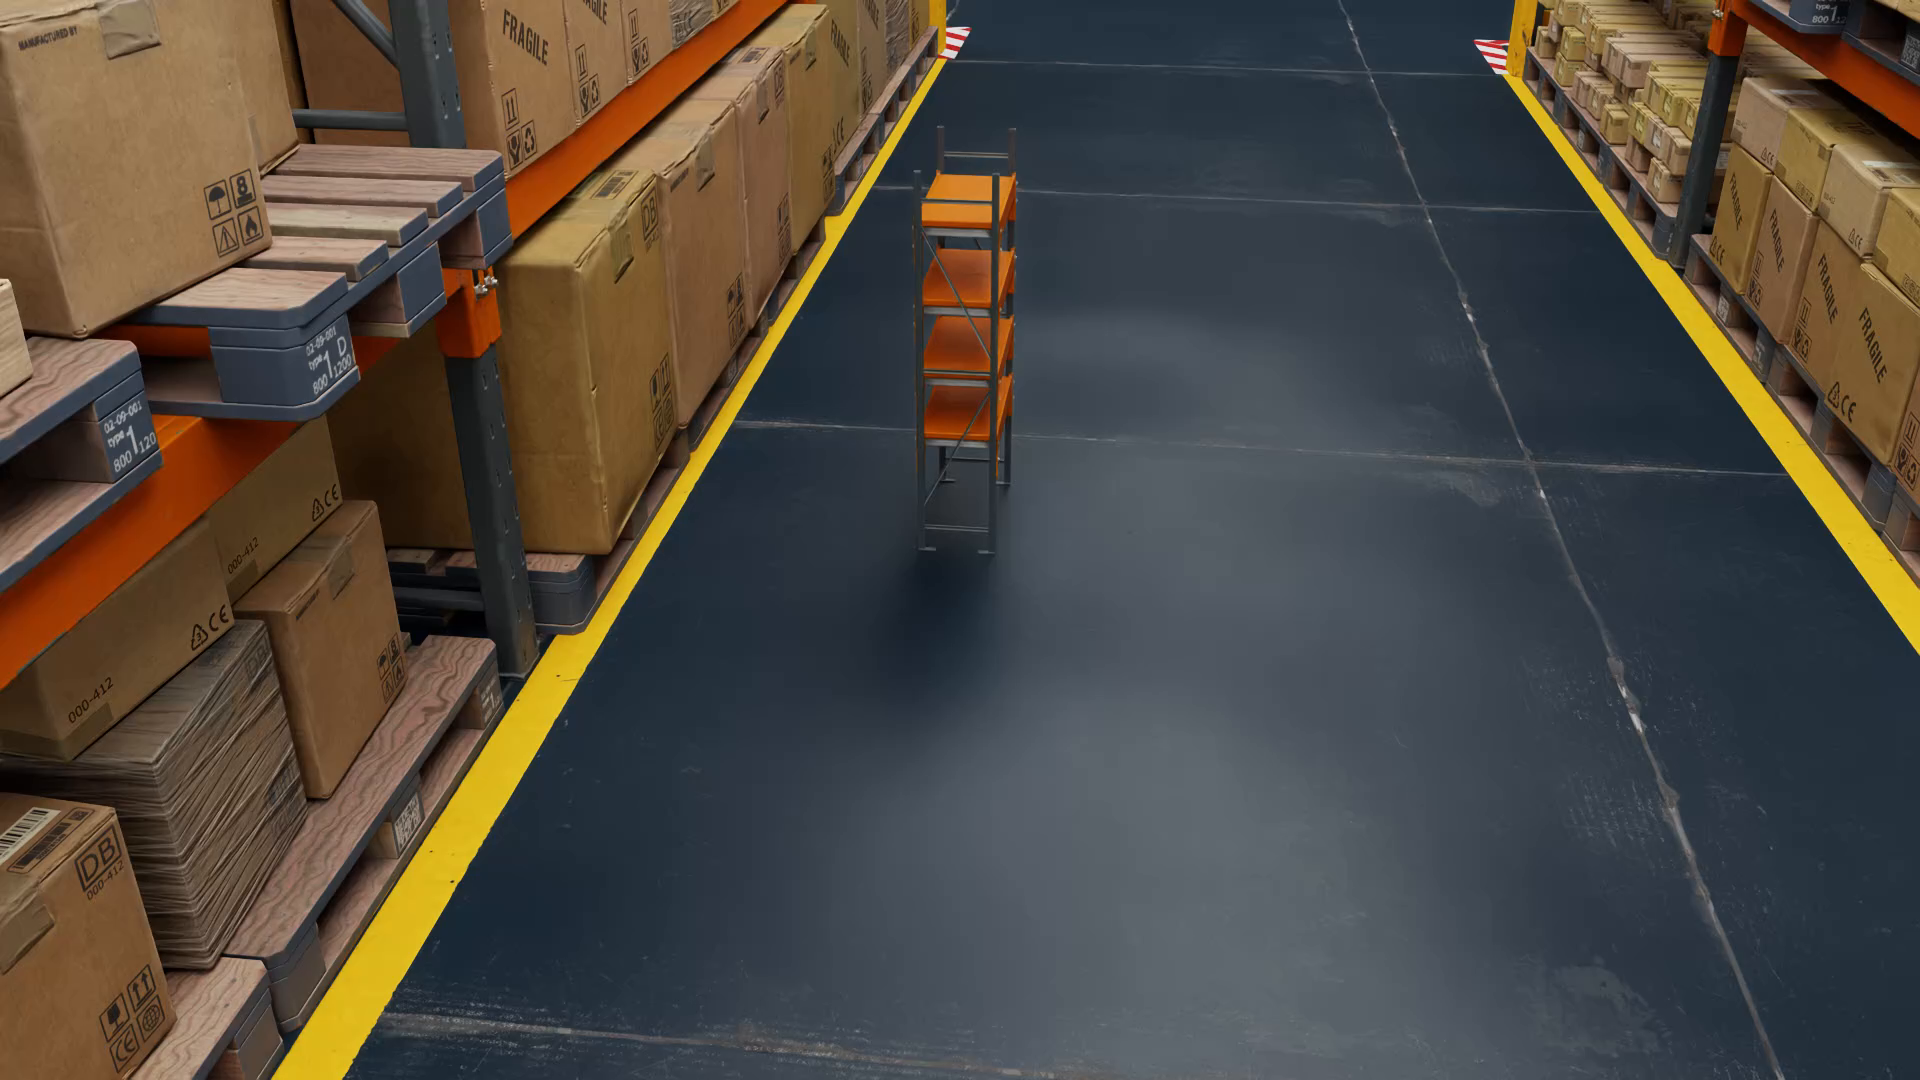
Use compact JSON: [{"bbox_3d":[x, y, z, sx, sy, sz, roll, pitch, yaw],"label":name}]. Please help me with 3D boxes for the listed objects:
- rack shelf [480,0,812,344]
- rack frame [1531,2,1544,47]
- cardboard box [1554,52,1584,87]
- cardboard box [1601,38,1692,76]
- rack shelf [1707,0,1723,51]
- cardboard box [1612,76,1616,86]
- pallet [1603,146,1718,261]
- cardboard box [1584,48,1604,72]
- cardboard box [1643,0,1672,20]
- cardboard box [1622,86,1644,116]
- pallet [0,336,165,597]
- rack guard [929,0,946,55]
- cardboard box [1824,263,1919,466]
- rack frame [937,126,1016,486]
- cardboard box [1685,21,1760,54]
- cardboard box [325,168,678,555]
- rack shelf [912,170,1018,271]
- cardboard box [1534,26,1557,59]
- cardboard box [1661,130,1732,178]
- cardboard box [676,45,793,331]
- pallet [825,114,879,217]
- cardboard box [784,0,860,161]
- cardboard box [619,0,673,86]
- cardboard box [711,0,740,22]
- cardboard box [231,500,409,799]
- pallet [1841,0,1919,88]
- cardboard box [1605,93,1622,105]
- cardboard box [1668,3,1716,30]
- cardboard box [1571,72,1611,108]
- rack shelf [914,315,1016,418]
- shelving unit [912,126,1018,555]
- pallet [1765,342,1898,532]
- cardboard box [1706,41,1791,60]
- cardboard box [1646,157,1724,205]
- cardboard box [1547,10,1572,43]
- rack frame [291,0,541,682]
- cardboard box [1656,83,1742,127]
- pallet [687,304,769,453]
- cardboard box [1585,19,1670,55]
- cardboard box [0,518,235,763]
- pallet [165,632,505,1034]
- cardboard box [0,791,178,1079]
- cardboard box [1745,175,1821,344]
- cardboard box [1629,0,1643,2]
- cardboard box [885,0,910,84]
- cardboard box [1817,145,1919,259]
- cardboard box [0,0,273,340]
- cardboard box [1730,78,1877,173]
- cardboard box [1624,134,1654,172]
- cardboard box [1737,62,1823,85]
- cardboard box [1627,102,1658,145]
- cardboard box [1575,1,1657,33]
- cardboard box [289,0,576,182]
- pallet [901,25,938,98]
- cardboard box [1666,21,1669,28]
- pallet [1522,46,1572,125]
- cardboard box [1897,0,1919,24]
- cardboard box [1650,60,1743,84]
[{"bbox_3d":[-1.429,-1.616,5.846,1.077,0.370,4.000,3,28,6],"label":"rack shelf"},{"bbox_3d":[4.216,-4.422,10.295,1.000,3.000,0.127,3,28,6],"label":"rack frame"},{"bbox_3d":[3.720,-2.764,9.781,0.380,0.149,0.250,4,29,7],"label":"cardboard box"},{"bbox_3d":[3.598,-2.531,8.722,0.380,0.149,0.250,2,28,4],"label":"cardboard box"},{"bbox_3d":[3.971,-3.164,8.718,1.077,0.370,4.000,3,28,6],"label":"rack shelf"},{"bbox_3d":[3.753,-2.503,8.983,0.380,0.149,0.250,5,29,9],"label":"cardboard box"},{"bbox_3d":[3.773,-1.629,8.052,1.003,0.211,1.213,3,28,6],"label":"pallet"},{"bbox_3d":[3.788,-2.760,9.460,0.380,0.149,0.250,2,28,4],"label":"cardboard box"},{"bbox_3d":[4.315,-3.235,10.027,0.380,0.149,0.250,4,29,7],"label":"cardboard box"},{"bbox_3d":[3.625,-2.255,8.523,0.380,0.149,0.250,4,29,7],"label":"cardboard box"},{"bbox_3d":[-1.876,0.027,2.240,1.003,0.211,1.213,3,28,6],"label":"pallet"},{"bbox_3d":[-0.691,-3.668,11.532,1.175,0.500,0.348,3,28,6],"label":"rack guard"},{"bbox_3d":[3.173,-0.559,5.318,0.500,0.500,0.500,2,28,4],"label":"cardboard box"},{"bbox_3d":[0.050,-0.721,5.323,0.240,1.200,0.015,3,28,6],"label":"rack frame"},{"bbox_3d":[4.195,-2.740,9.109,0.380,0.149,0.250,2,28,4],"label":"cardboard box"},{"bbox_3d":[-1.569,-0.565,4.933,1.225,0.875,0.875,2,28,4],"label":"cardboard box"},{"bbox_3d":[0.020,-0.952,4.924,0.258,0.148,0.480,3,28,6],"label":"rack shelf"},{"bbox_3d":[3.834,-3.123,10.448,0.380,0.149,0.250,4,29,7],"label":"cardboard box"},{"bbox_3d":[3.449,-1.766,7.615,0.380,0.149,0.250,4,29,7],"label":"cardboard box"},{"bbox_3d":[-1.351,-1.401,6.485,1.225,0.875,0.875,2,28,4],"label":"cardboard box"},{"bbox_3d":[-1.013,-2.000,8.741,1.003,0.211,1.213,3,28,6],"label":"pallet"},{"bbox_3d":[-1.024,-2.430,8.396,0.875,0.875,0.875,3,28,6],"label":"cardboard box"},{"bbox_3d":[-1.225,-1.733,5.199,0.500,0.500,0.500,3,28,5],"label":"cardboard box"},{"bbox_3d":[-1.095,-2.204,6.073,0.500,0.500,0.500,3,28,6],"label":"cardboard box"},{"bbox_3d":[-1.737,0.232,3.829,0.700,0.500,0.500,2,28,4],"label":"cardboard box"},{"bbox_3d":[3.438,-1.506,5.084,1.003,0.211,1.213,3,28,6],"label":"pallet"},{"bbox_3d":[3.661,-2.279,8.881,0.380,0.149,0.250,4,29,7],"label":"cardboard box"},{"bbox_3d":[4.315,-2.987,9.568,0.380,0.149,0.250,2,28,4],"label":"cardboard box"},{"bbox_3d":[3.666,-2.526,9.340,0.380,0.149,0.250,2,28,4],"label":"cardboard box"},{"bbox_3d":[0.020,-0.547,5.142,0.258,0.148,0.480,3,28,6],"label":"rack shelf"},{"bbox_3d":[0.020,-0.606,5.110,0.258,1.200,0.503,3,28,6],"label":"shelving unit"},{"bbox_3d":[3.485,-0.369,5.712,1.003,0.211,1.213,3,28,6],"label":"pallet"},{"bbox_3d":[4.121,-2.501,8.665,0.380,0.149,0.250,2,28,4],"label":"cardboard box"},{"bbox_3d":[3.436,-1.673,7.756,0.380,0.149,0.250,4,29,7],"label":"cardboard box"},{"bbox_3d":[3.808,-3.125,10.138,0.380,0.149,0.250,3,28,6],"label":"cardboard box"},{"bbox_3d":[-1.674,-0.992,3.928,1.000,3.000,0.127,3,28,6],"label":"rack frame"},{"bbox_3d":[3.503,-2.036,7.802,0.380,0.149,0.250,4,29,7],"label":"cardboard box"},{"bbox_3d":[-1.351,-0.704,6.333,1.003,0.211,1.213,3,28,6],"label":"pallet"},{"bbox_3d":[3.673,-2.766,9.157,0.380,0.149,0.250,4,29,7],"label":"cardboard box"},{"bbox_3d":[-1.782,0.152,3.186,0.500,0.250,0.500,7,29,12],"label":"cardboard box"},{"bbox_3d":[-1.772,0.604,3.907,1.003,0.211,1.213,3,28,6],"label":"pallet"},{"bbox_3d":[-1.855,0.761,2.847,0.700,0.500,0.500,6,29,10],"label":"cardboard box"},{"bbox_3d":[3.309,-1.042,6.214,0.500,0.500,0.500,5,29,8],"label":"cardboard box"},{"bbox_3d":[3.900,-3.250,10.055,0.380,0.149,0.250,4,29,7],"label":"cardboard box"},{"bbox_3d":[-0.805,-3.273,9.960,0.875,0.875,0.875,3,28,6],"label":"cardboard box"},{"bbox_3d":[3.244,-1.130,5.587,0.500,0.250,0.500,4,29,8],"label":"cardboard box"},{"bbox_3d":[-1.670,-0.696,2.830,0.700,0.500,0.500,8,29,14],"label":"cardboard box"},{"bbox_3d":[3.373,-1.621,6.498,0.500,0.250,0.500,2,28,4],"label":"cardboard box"},{"bbox_3d":[3.519,-1.919,8.212,0.380,0.149,0.250,2,28,5],"label":"cardboard box"},{"bbox_3d":[4.058,-2.253,8.205,0.380,0.149,0.250,3,28,5],"label":"cardboard box"},{"bbox_3d":[3.485,-2.022,8.089,0.380,0.149,0.250,2,28,4],"label":"cardboard box"},{"bbox_3d":[3.794,-3.017,9.623,0.380,0.149,0.250,2,28,4],"label":"cardboard box"},{"bbox_3d":[-1.345,-1.249,4.300,0.500,0.500,0.500,4,29,8],"label":"cardboard box"},{"bbox_3d":[-0.714,-3.149,10.872,1.003,0.211,1.213,3,28,6],"label":"pallet"},{"bbox_3d":[4.373,-2.973,9.855,0.380,0.149,0.250,2,28,4],"label":"cardboard box"},{"bbox_3d":[4.072,-2.778,10.184,1.003,0.211,1.213,3,28,6],"label":"pallet"},{"bbox_3d":[3.002,-1.593,4.866,0.380,0.149,0.250,4,29,8],"label":"cardboard box"},{"bbox_3d":[3.636,-2.271,8.238,0.380,0.149,0.250,4,29,8],"label":"cardboard box"}]
